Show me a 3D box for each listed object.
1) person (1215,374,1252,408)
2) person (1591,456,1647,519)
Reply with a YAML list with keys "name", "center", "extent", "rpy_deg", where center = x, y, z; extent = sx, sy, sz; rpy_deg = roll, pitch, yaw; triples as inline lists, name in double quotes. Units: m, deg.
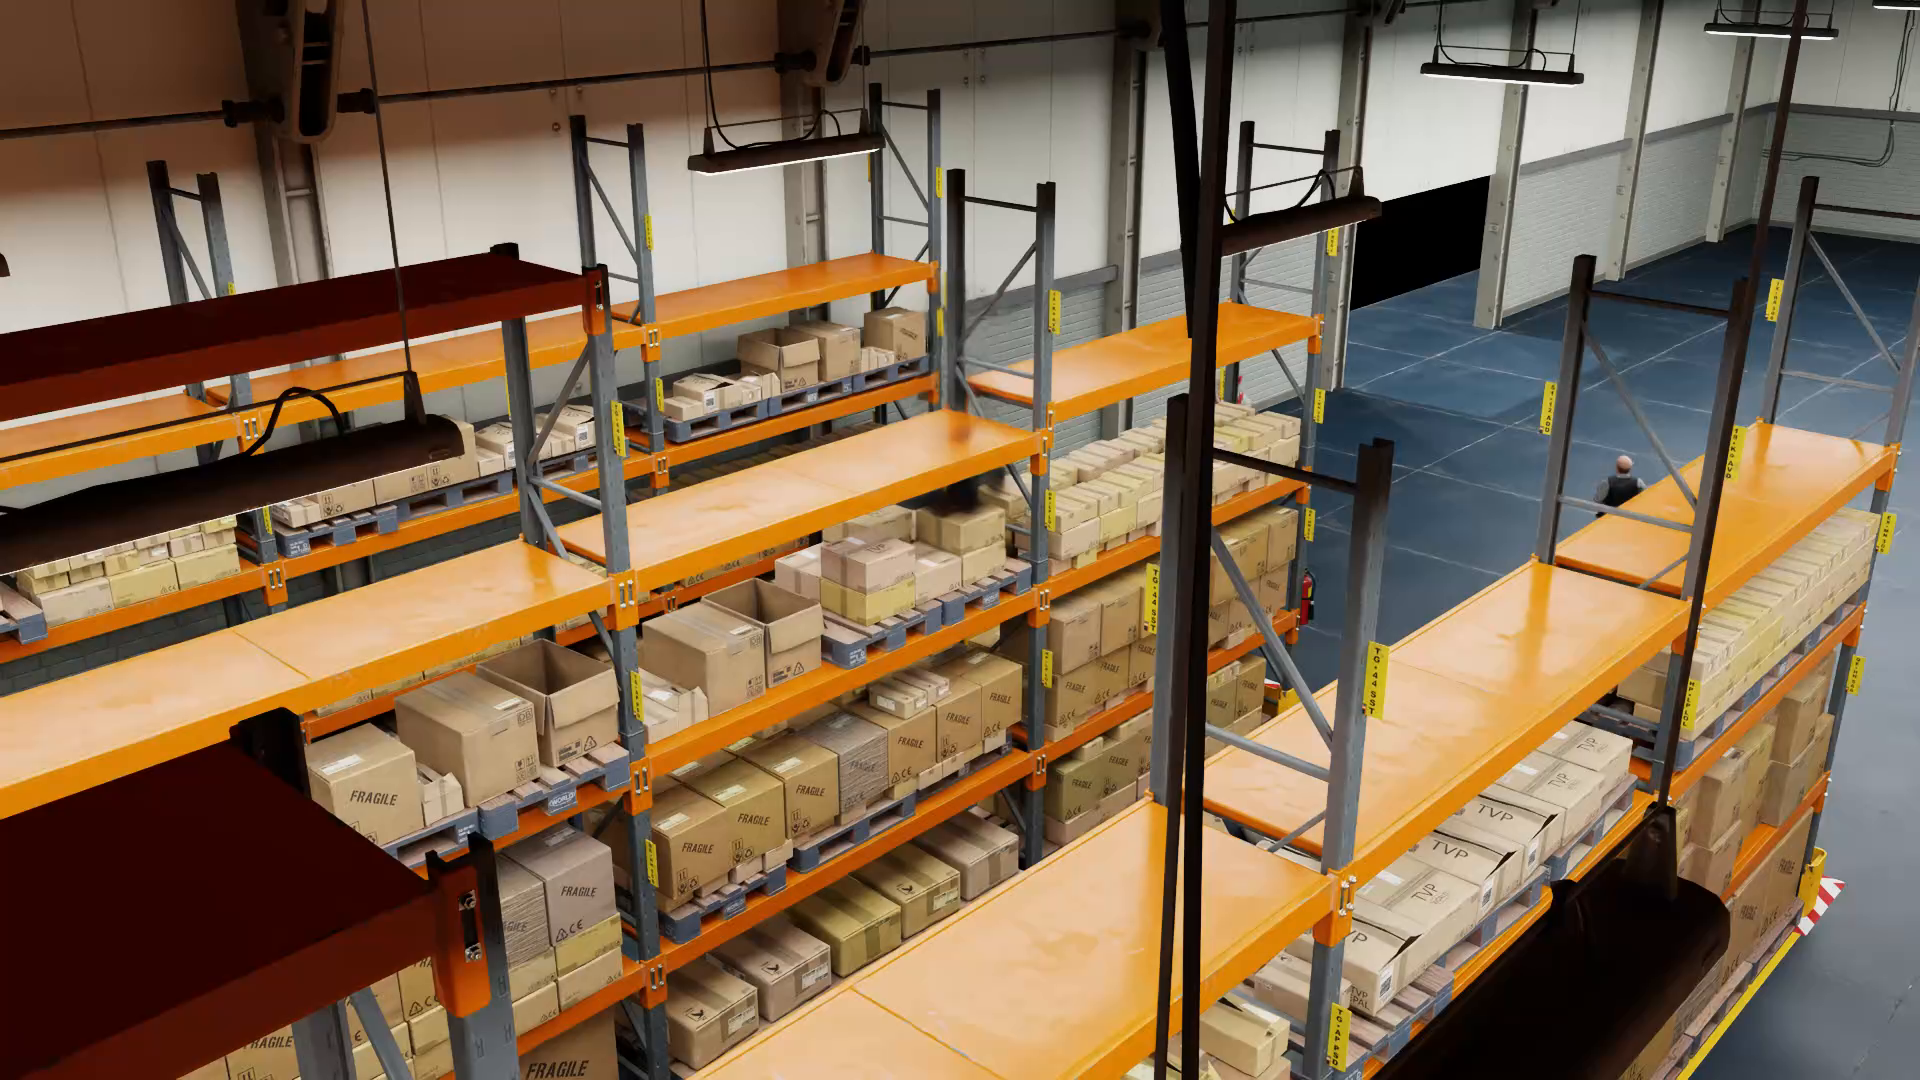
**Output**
- name: "person"
  center: [3.761, -1.518, 23.452]
  extent: [0.696, 1.751, 0.813]
  rpy_deg: [13, 25, 31]
- name: "person"
  center: [7.965, -0.196, 20.204]
  extent: [0.662, 1.720, 0.868]
  rpy_deg: [-1, 21, -3]
